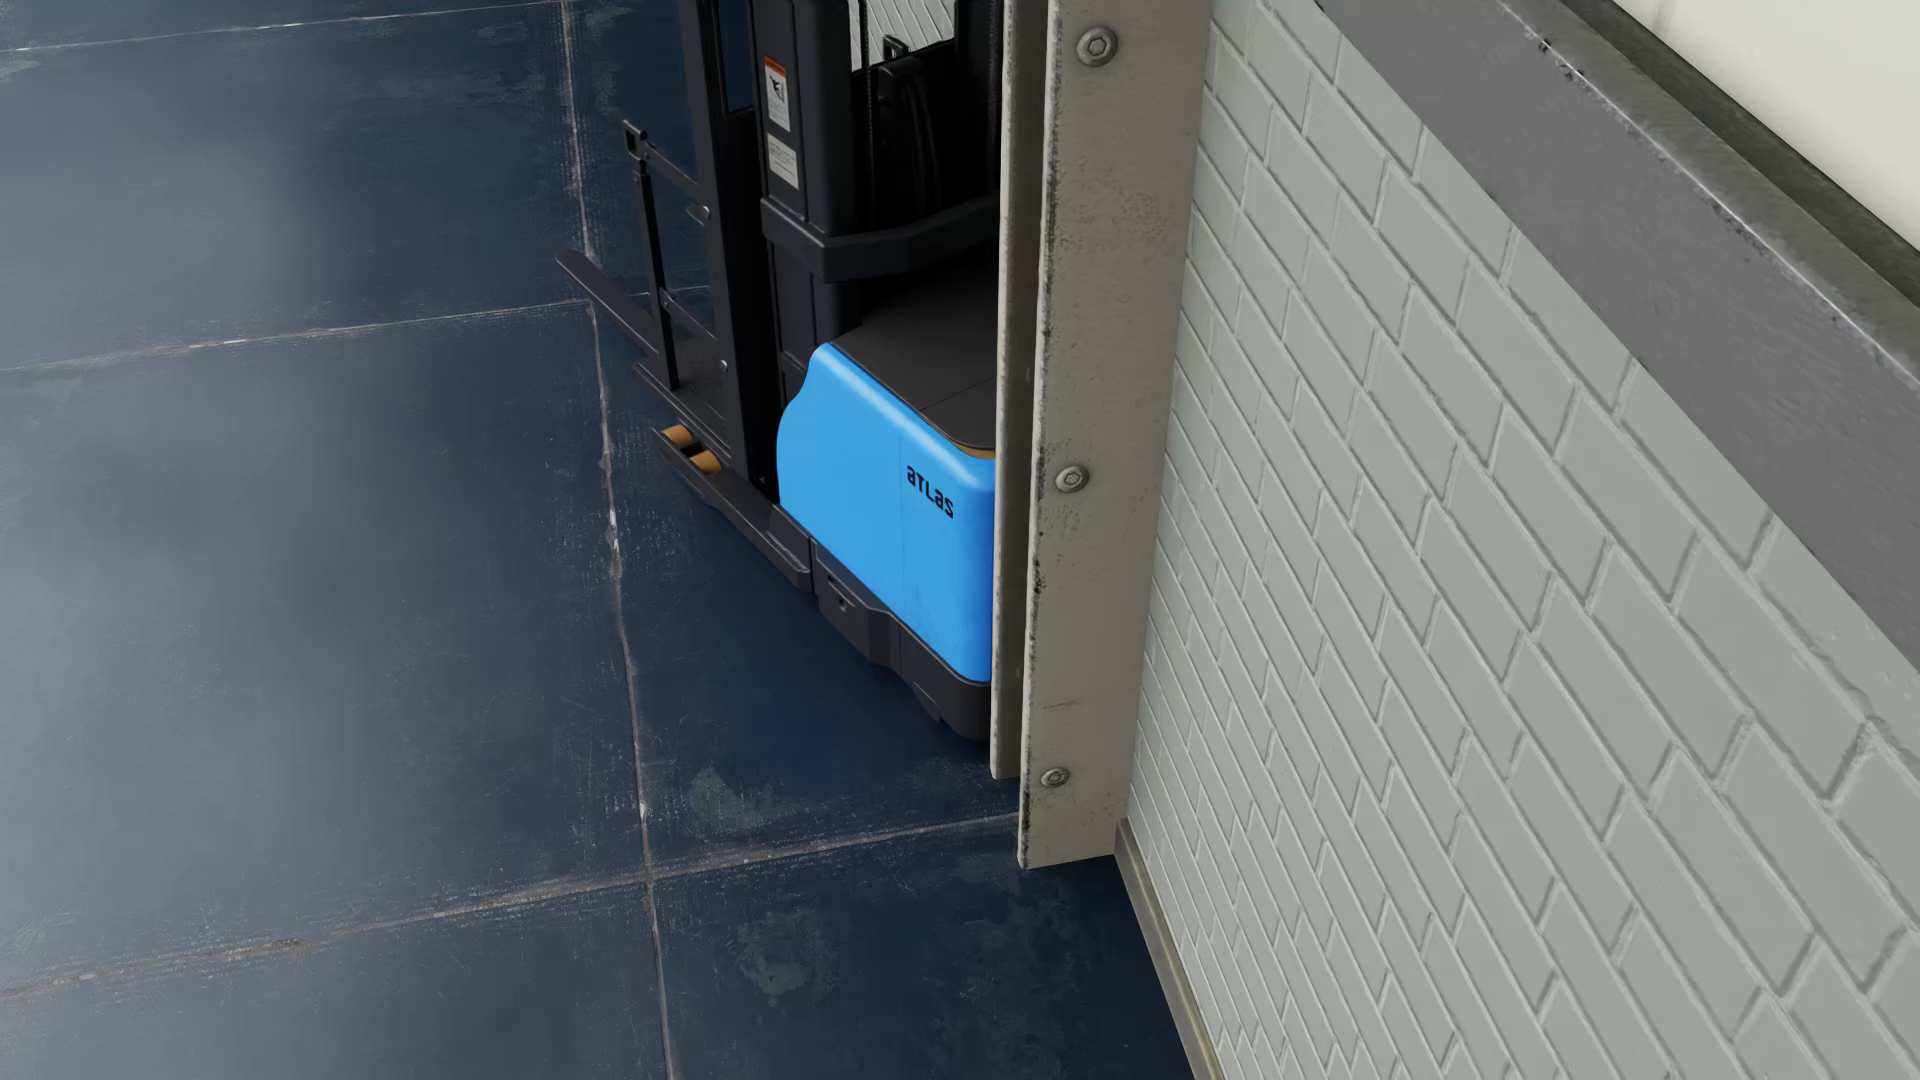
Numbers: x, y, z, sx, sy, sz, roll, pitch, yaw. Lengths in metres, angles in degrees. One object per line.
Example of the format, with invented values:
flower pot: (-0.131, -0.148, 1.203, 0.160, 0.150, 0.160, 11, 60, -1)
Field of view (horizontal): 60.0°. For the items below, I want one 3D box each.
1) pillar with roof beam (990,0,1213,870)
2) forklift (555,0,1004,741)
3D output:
pillar with roof beam: (-3.922, -1.967, 1.187, 9.100, 9.000, 0.400, -8, 42, -9)
forklift: (-0.454, -1.423, 5.145, 1.130, 2.935, 3.031, -27, 48, -27)
